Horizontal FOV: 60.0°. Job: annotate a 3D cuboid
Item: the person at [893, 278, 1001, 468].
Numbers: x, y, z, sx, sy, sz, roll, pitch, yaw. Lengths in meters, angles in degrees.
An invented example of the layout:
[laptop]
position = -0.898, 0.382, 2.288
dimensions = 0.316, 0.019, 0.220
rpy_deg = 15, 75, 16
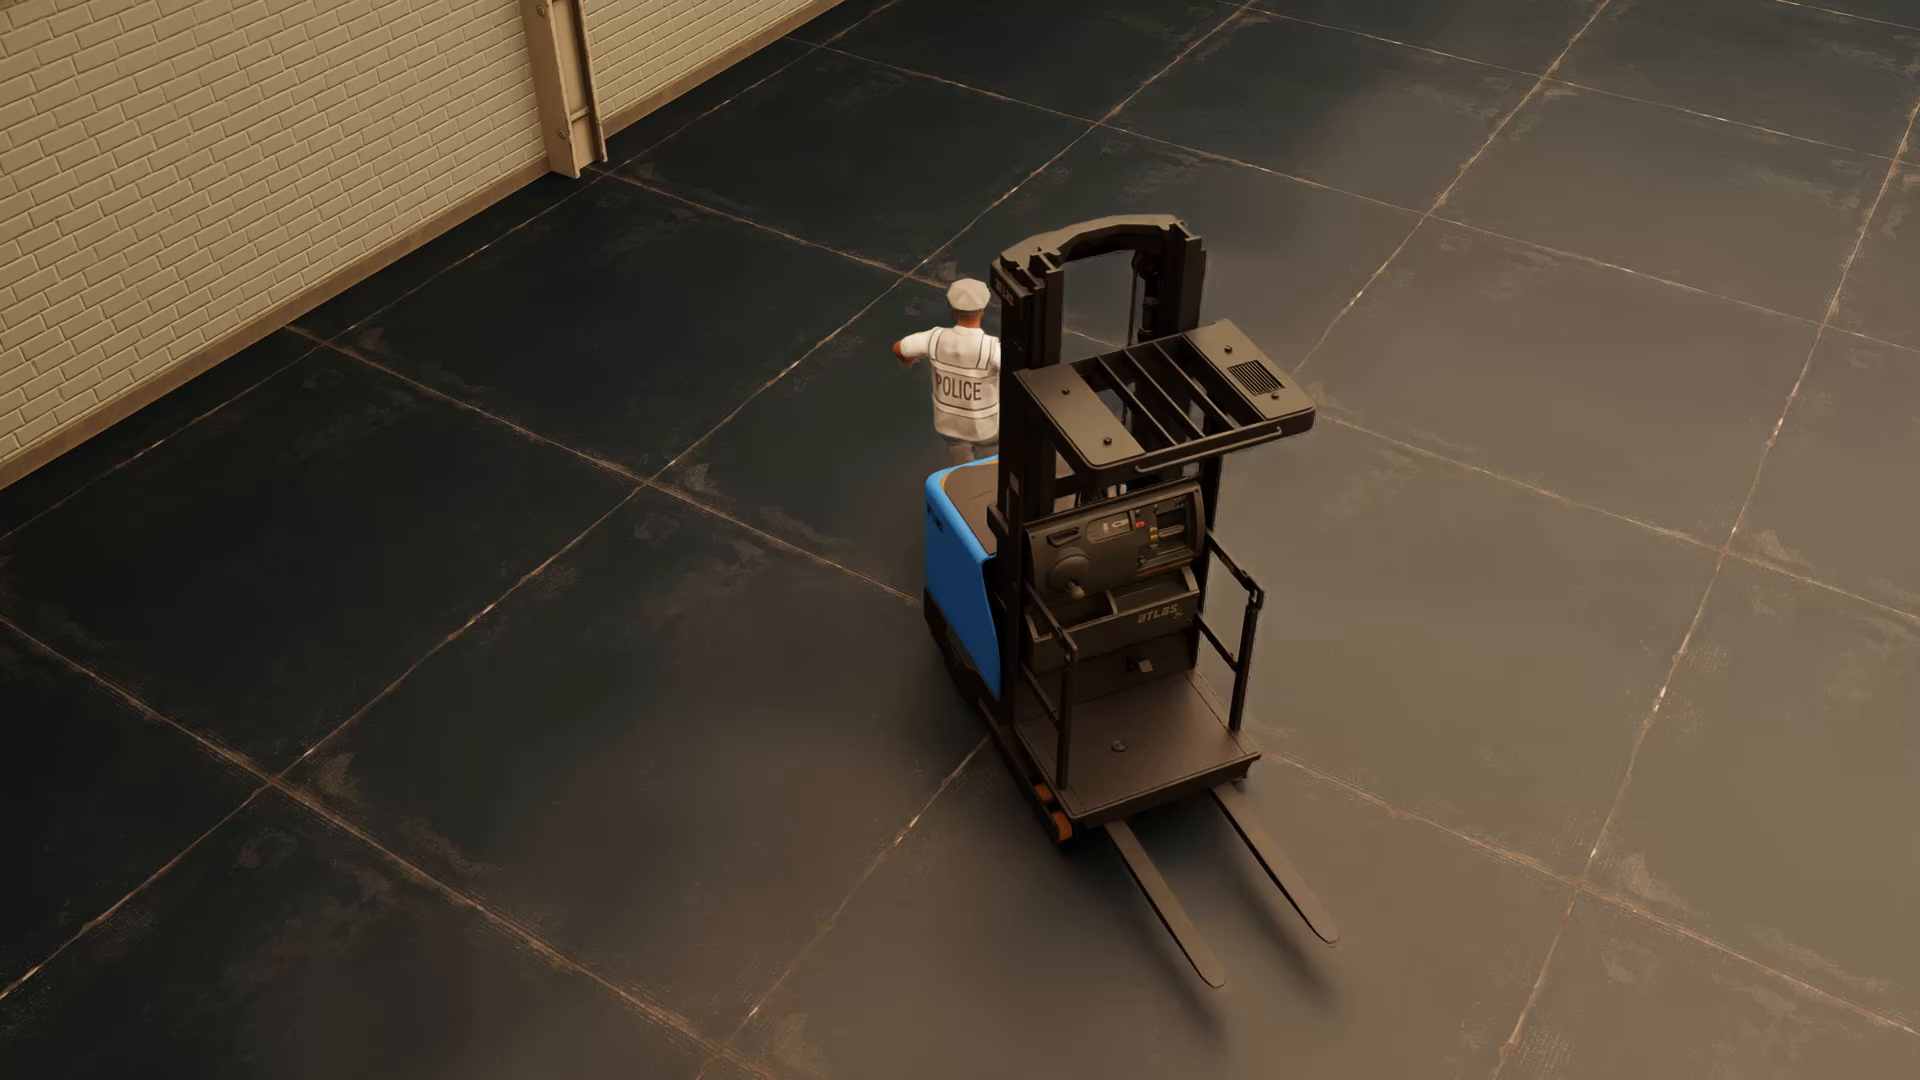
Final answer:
[person]
position = 0.110, -0.812, 9.969
dimensions = 1.105, 1.689, 0.624
rpy_deg = 15, 42, 17

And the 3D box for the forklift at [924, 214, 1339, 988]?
[forklift]
position = 0.847, 0.091, 7.859
dimensions = 1.130, 2.935, 3.031
rpy_deg = -16, 43, -18
